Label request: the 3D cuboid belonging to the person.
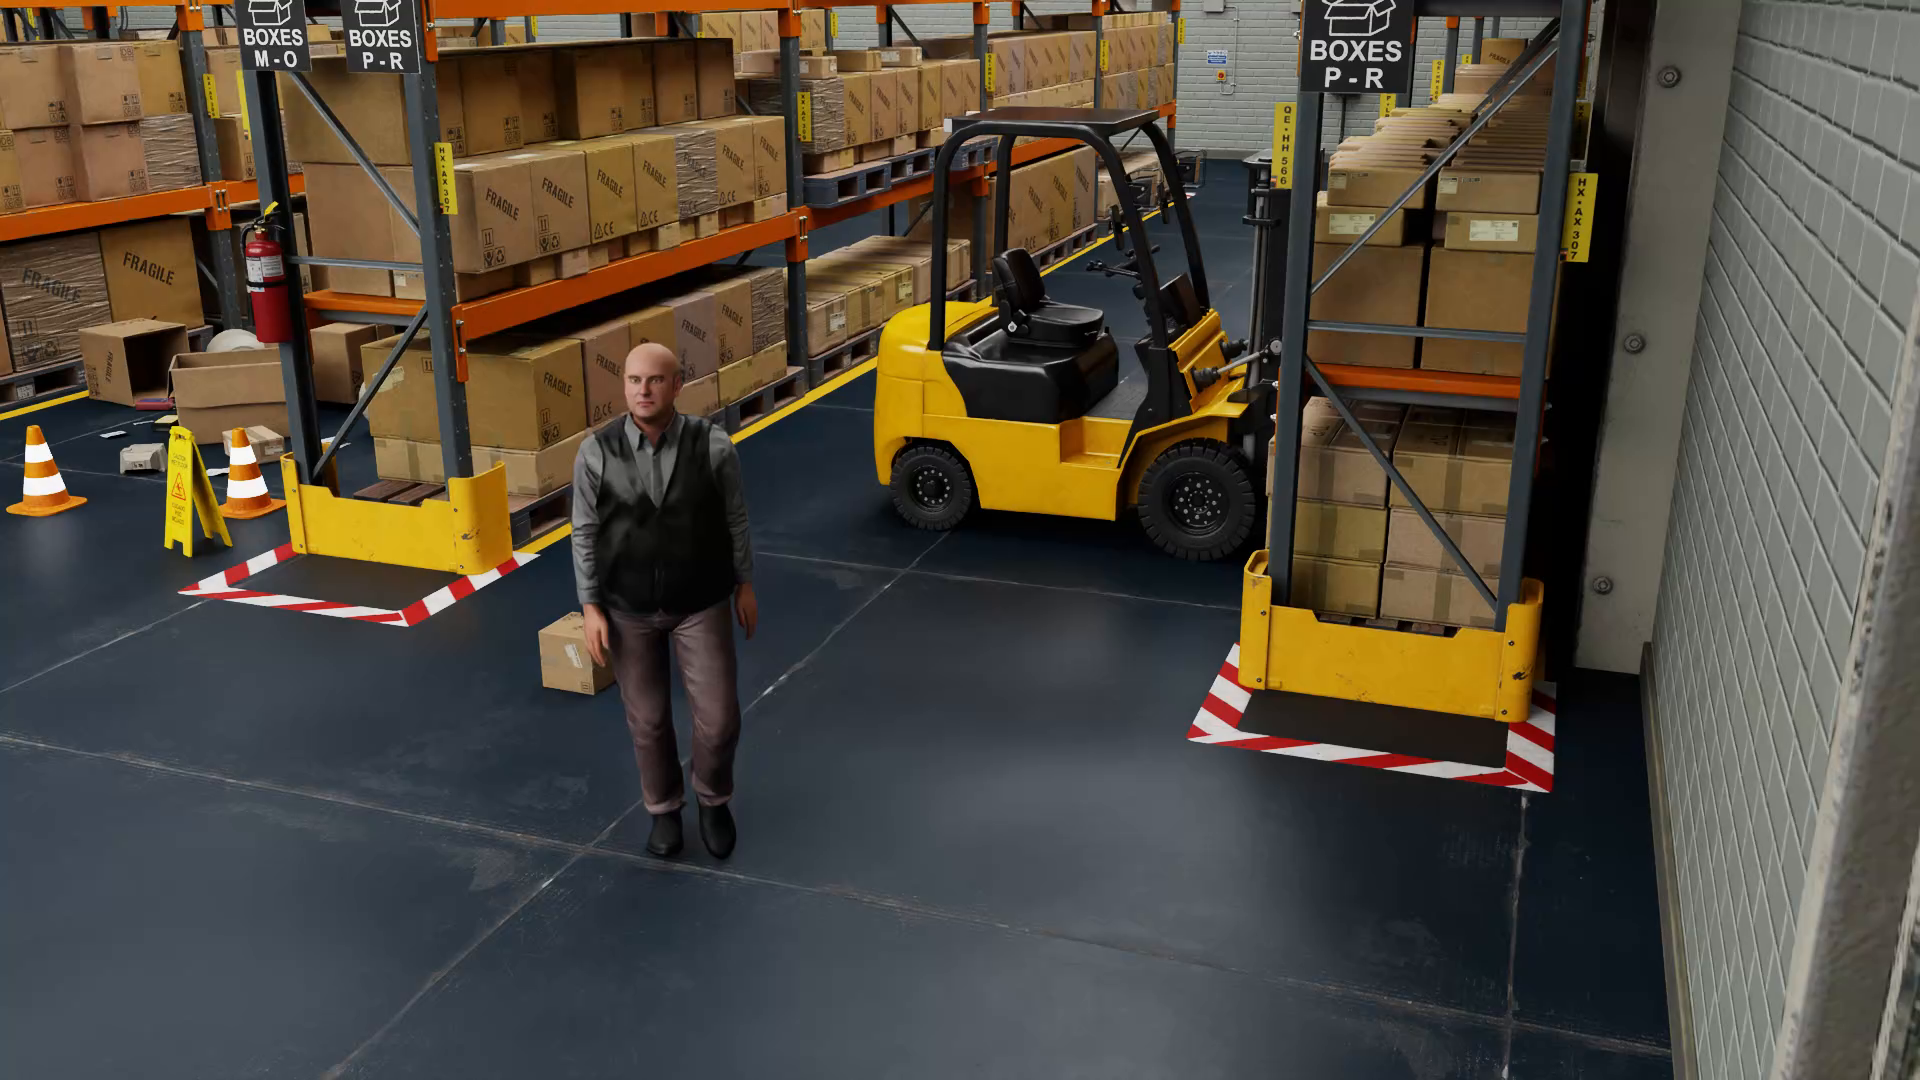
[{"bbox_3d":[-0.940,0.244,5.333,0.575,1.750,0.479,-2,19,-6],"label":"person"}]
